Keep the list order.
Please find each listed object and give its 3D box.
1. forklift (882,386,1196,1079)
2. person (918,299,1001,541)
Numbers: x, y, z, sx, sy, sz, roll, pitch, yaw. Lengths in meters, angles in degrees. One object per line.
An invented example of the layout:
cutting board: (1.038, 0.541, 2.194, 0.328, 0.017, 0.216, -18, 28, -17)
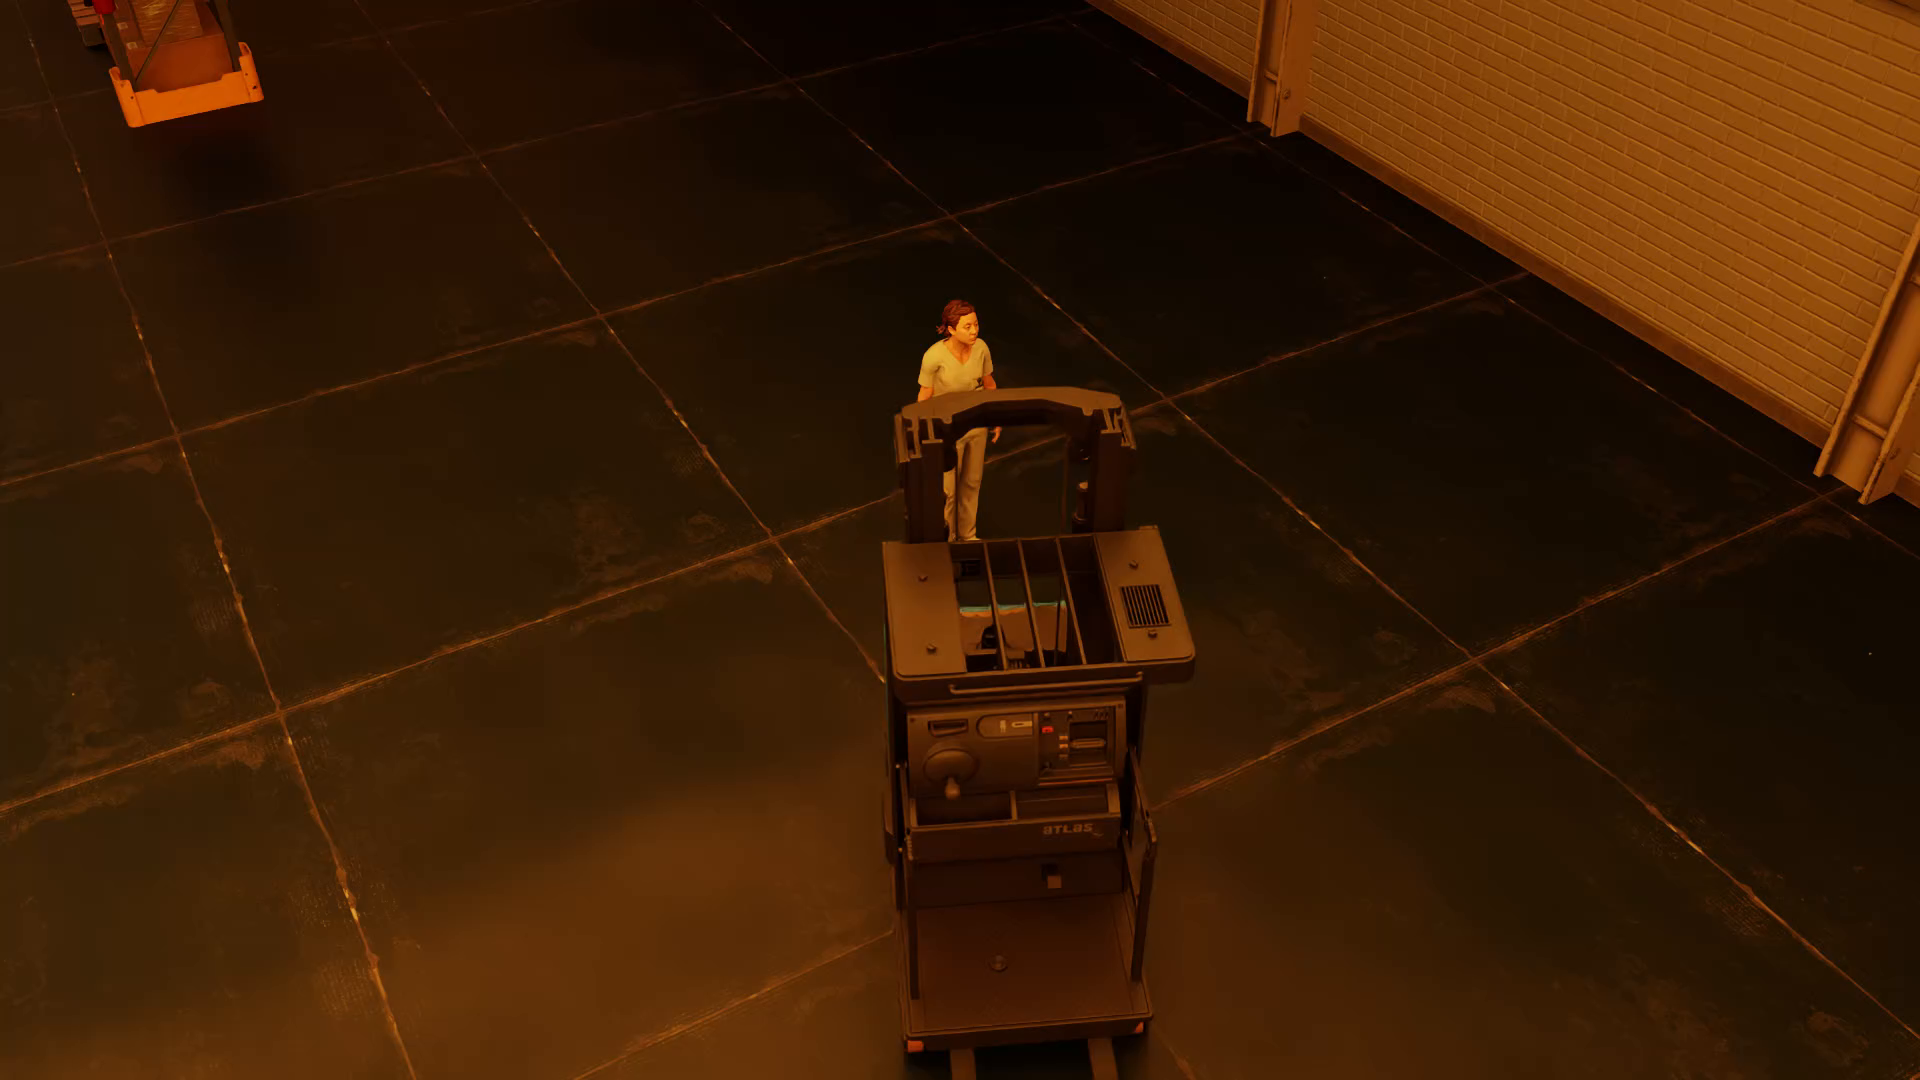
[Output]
forklift: (0.265, 0.958, 6.881, 1.130, 2.935, 3.031, -4, 40, -4)
person: (0.025, -0.606, 9.738, 0.549, 1.675, 0.549, -20, 44, -23)
